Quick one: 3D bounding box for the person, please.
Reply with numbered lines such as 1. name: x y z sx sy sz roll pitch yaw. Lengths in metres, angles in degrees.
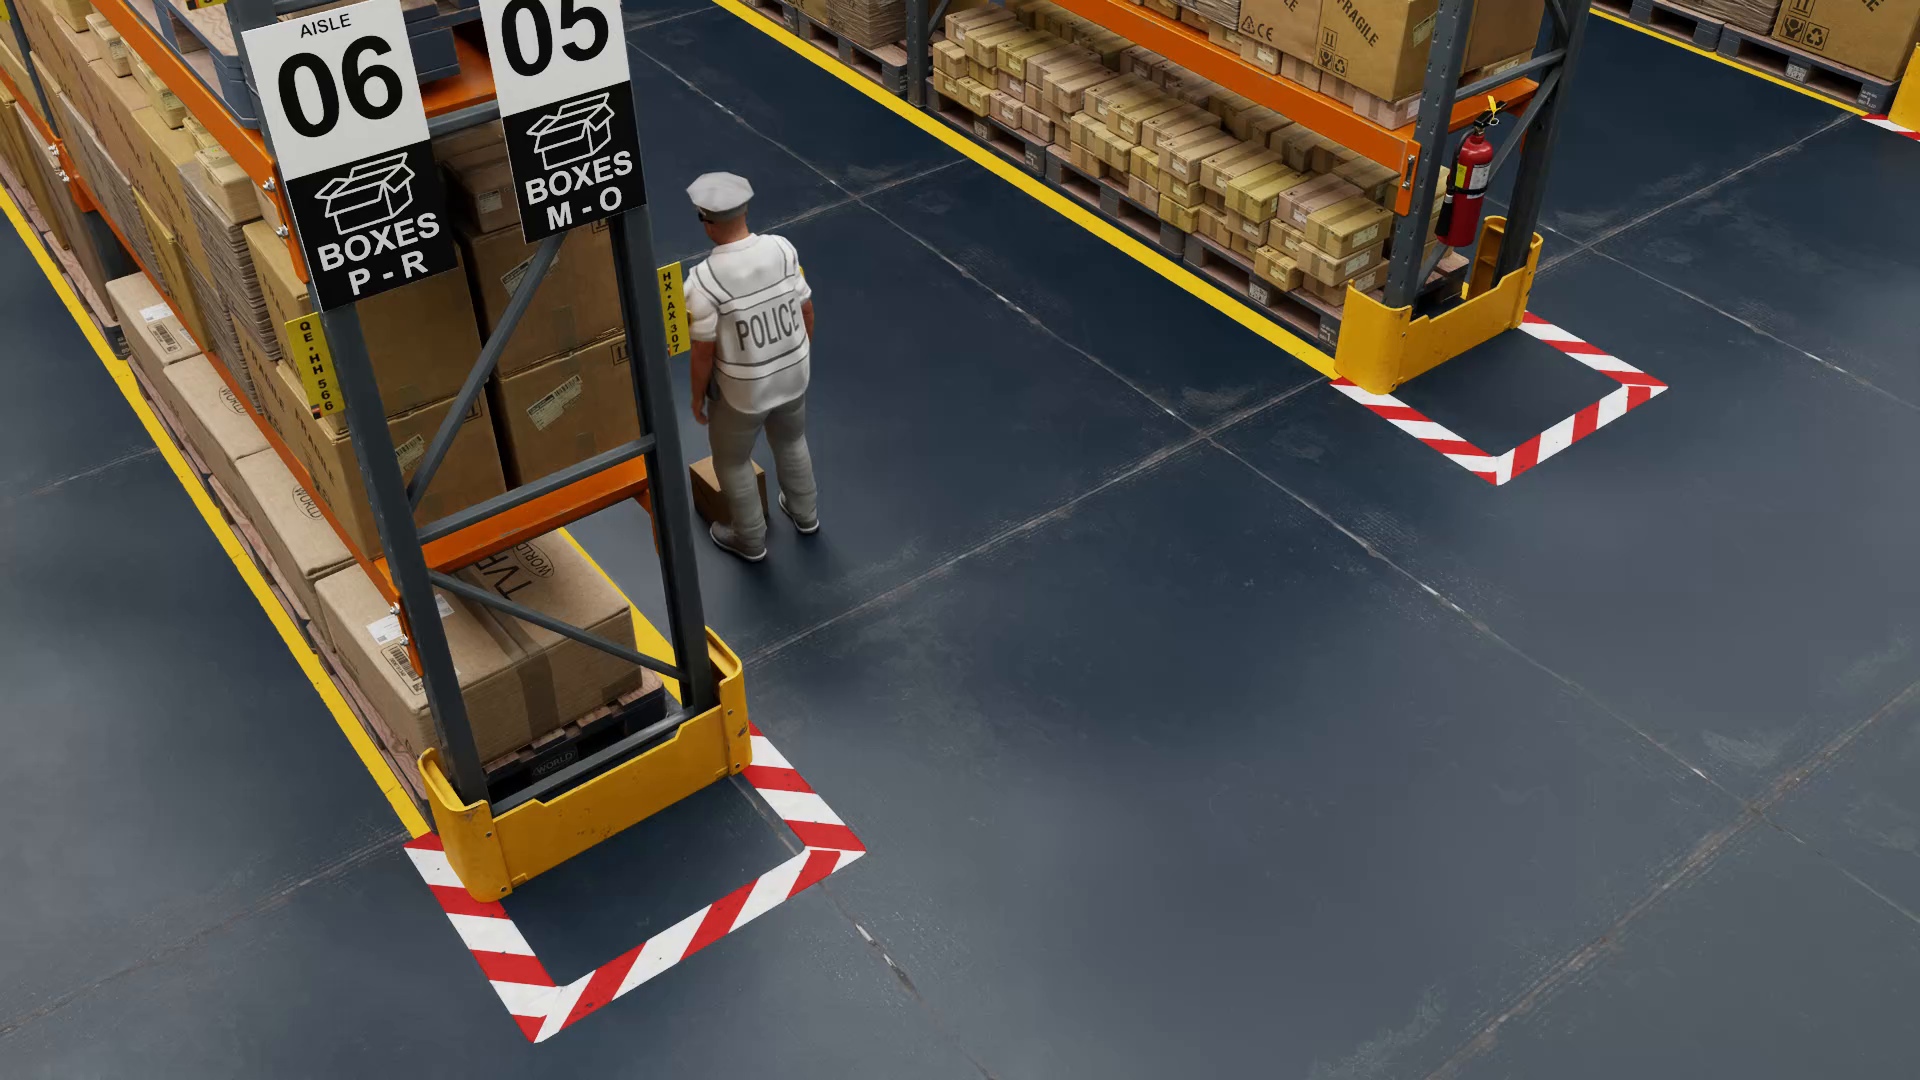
1. person: -0.860 -0.677 6.958 0.585 1.744 0.443 -27 47 -28
